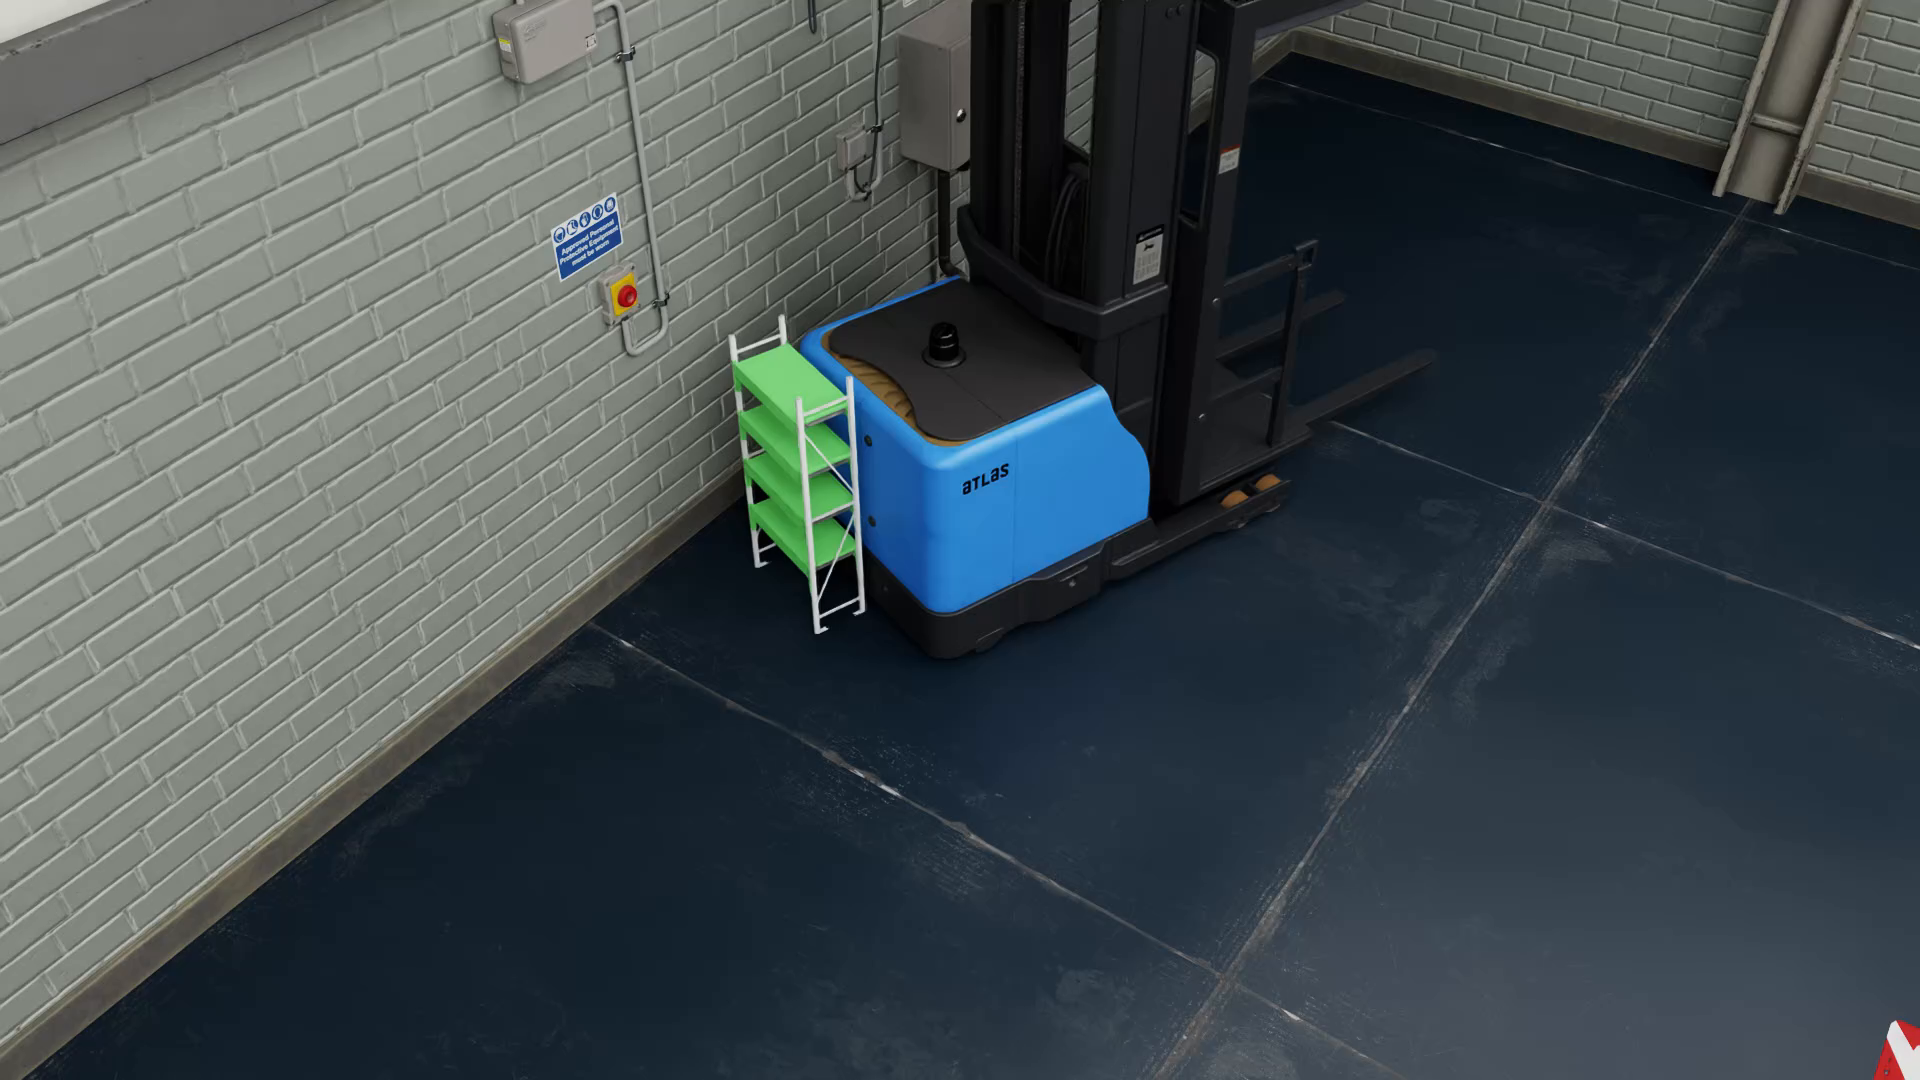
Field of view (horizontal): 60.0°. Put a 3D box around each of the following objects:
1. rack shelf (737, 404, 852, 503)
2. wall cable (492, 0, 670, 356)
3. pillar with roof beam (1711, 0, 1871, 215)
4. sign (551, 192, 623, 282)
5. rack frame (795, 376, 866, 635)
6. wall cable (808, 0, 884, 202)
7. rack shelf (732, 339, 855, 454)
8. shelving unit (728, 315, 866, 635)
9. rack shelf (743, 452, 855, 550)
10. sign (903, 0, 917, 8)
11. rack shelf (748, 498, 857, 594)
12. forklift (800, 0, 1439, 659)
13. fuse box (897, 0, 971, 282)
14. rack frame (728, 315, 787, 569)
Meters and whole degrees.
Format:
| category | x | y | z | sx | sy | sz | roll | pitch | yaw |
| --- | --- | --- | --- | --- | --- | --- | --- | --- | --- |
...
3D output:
| category | x | y | z | sx | sy | sz | roll | pitch | yaw |
| --- | --- | --- | --- | --- | --- | --- | --- | --- | --- |
| rack shelf | -0.637 | -0.372 | 6.502 | 0.258 | 0.148 | 0.480 | -25 | 48 | -25 |
| wall cable | -1.270 | -1.391 | 5.769 | 0.123 | 1.953 | 0.585 | 25 | 48 | 25 |
| pillar with roof beam | 2.045 | -2.975 | 3.827 | 0.400 | 9.000 | 9.100 | 25 | 48 | 25 |
| sign | -1.348 | -1.098 | 6.025 | 0.001 | 0.218 | 0.327 | 25 | 48 | 25 |
| rack frame | -0.496 | -0.108 | 6.471 | 0.240 | 1.200 | 0.015 | -25 | 48 | -25 |
| wall cable | -0.465 | -2.158 | 6.650 | 0.122 | 1.984 | 0.588 | 25 | 48 | 25 |
| rack shelf | -0.637 | -0.551 | 6.342 | 0.258 | 0.148 | 0.480 | -25 | 48 | -25 |
| shelving unit | -0.637 | -0.241 | 6.619 | 0.258 | 1.200 | 0.503 | -25 | 48 | -25 |
| rack shelf | -0.637 | -0.193 | 6.662 | 0.258 | 0.148 | 0.480 | -25 | 48 | -25 |
| sign | -0.146 | -2.448 | 7.117 | 0.001 | 0.242 | 0.339 | 25 | 48 | 25 |
| rack shelf | -0.636 | -0.015 | 6.822 | 0.258 | 0.148 | 0.480 | -25 | 48 | -25 |
| forklift | 0.850 | -1.405 | 6.622 | 3.031 | 2.935 | 1.130 | -25 | 48 | -25 |
| fuse box | 0.056 | -1.611 | 7.767 | 0.414 | 1.711 | 0.539 | 25 | 48 | 25 |
| rack frame | -0.777 | -0.374 | 6.768 | 0.240 | 1.200 | 0.015 | -25 | 48 | -25 |
